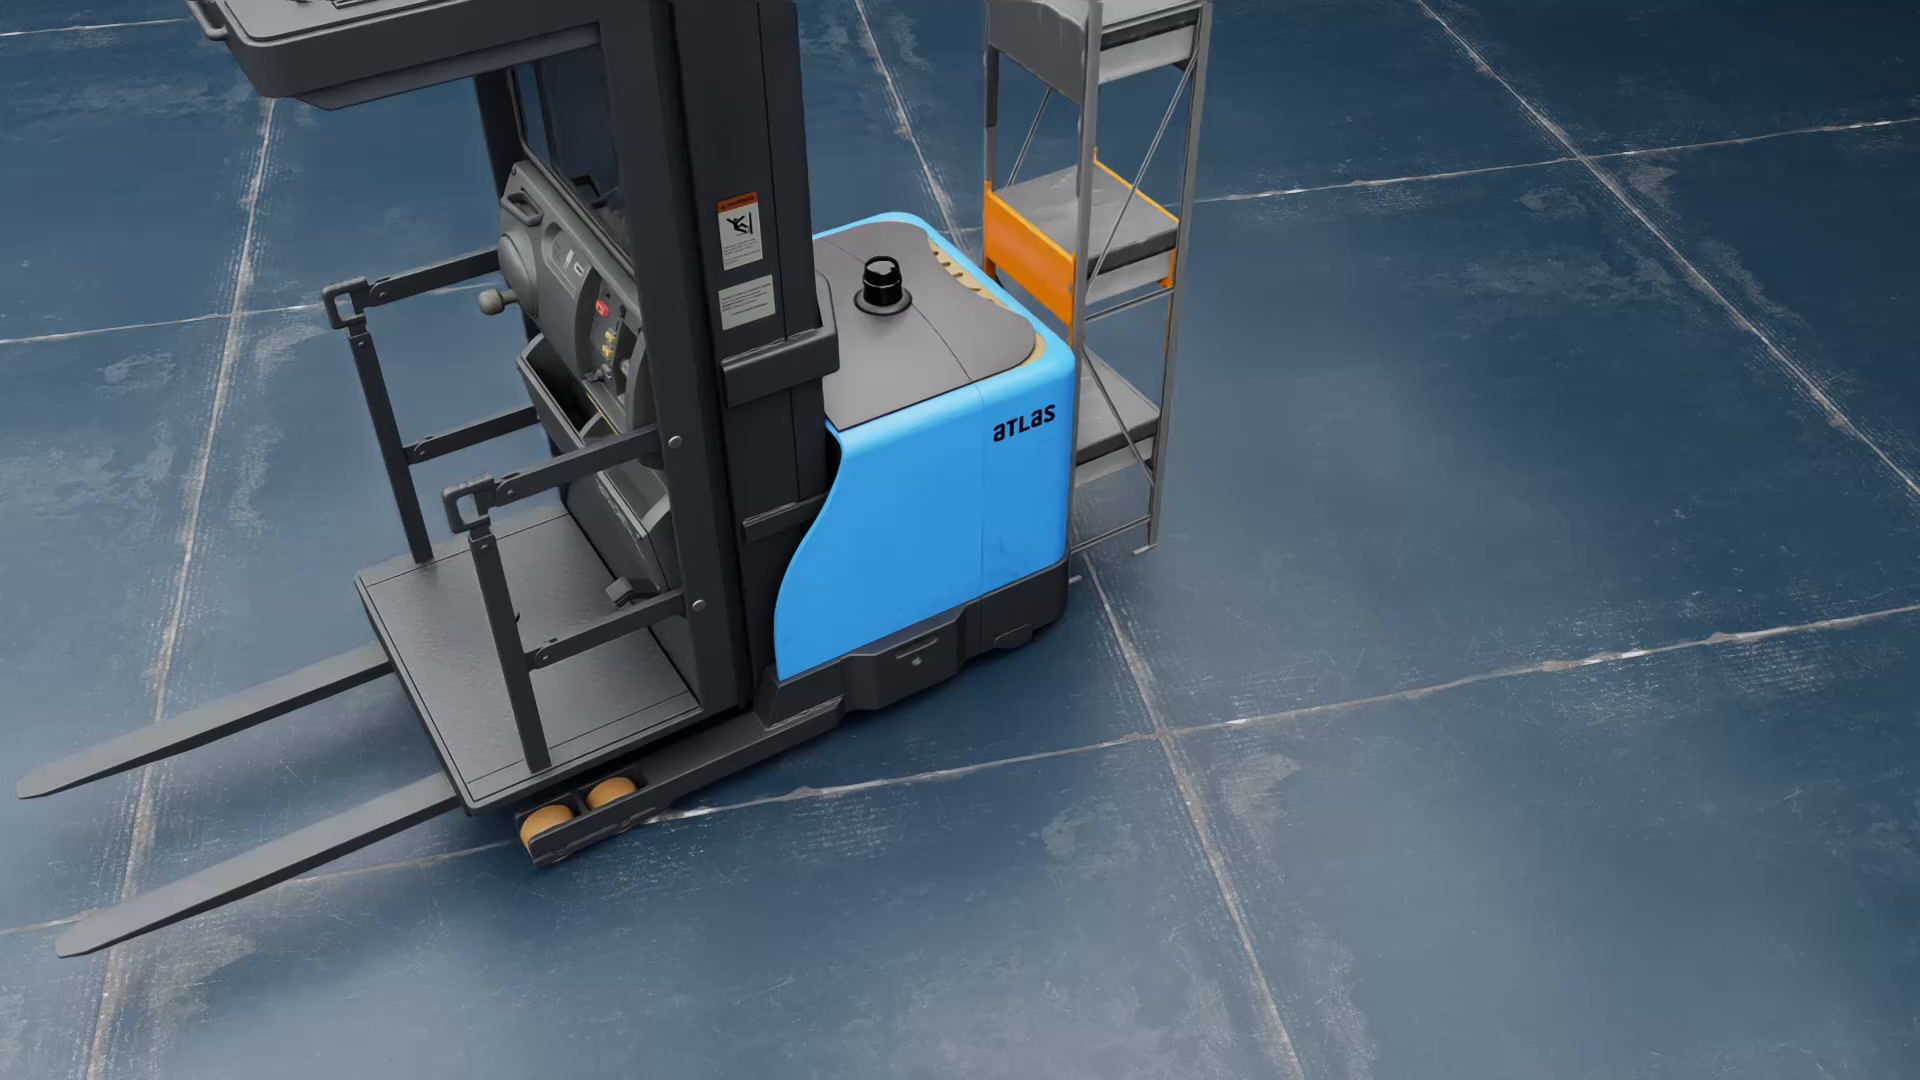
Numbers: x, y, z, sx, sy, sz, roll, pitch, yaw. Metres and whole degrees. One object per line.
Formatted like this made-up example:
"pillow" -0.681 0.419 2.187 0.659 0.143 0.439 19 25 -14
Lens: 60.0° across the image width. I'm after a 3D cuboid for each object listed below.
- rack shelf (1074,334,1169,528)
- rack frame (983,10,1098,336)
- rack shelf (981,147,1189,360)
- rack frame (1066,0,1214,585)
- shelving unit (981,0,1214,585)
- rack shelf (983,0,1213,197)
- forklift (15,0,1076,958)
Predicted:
"rack shelf" 0.374 -0.299 5.580 0.431 0.518 0.480 -22 46 -23
"rack frame" 0.245 -0.971 5.262 0.400 2.100 0.015 -22 46 -23
"rack shelf" 0.374 -0.823 5.116 0.431 0.518 0.480 -22 46 -23
"rack frame" 0.502 -0.695 4.951 0.400 2.100 0.015 -22 46 -23
"shelving unit" 0.374 -0.833 5.107 0.431 2.100 0.503 -22 46 -23
"rack shelf" 0.374 -1.346 4.651 0.431 0.518 0.480 -22 46 -23
"forklift" -1.176 -0.585 4.201 3.031 2.935 1.130 -22 46 -23
